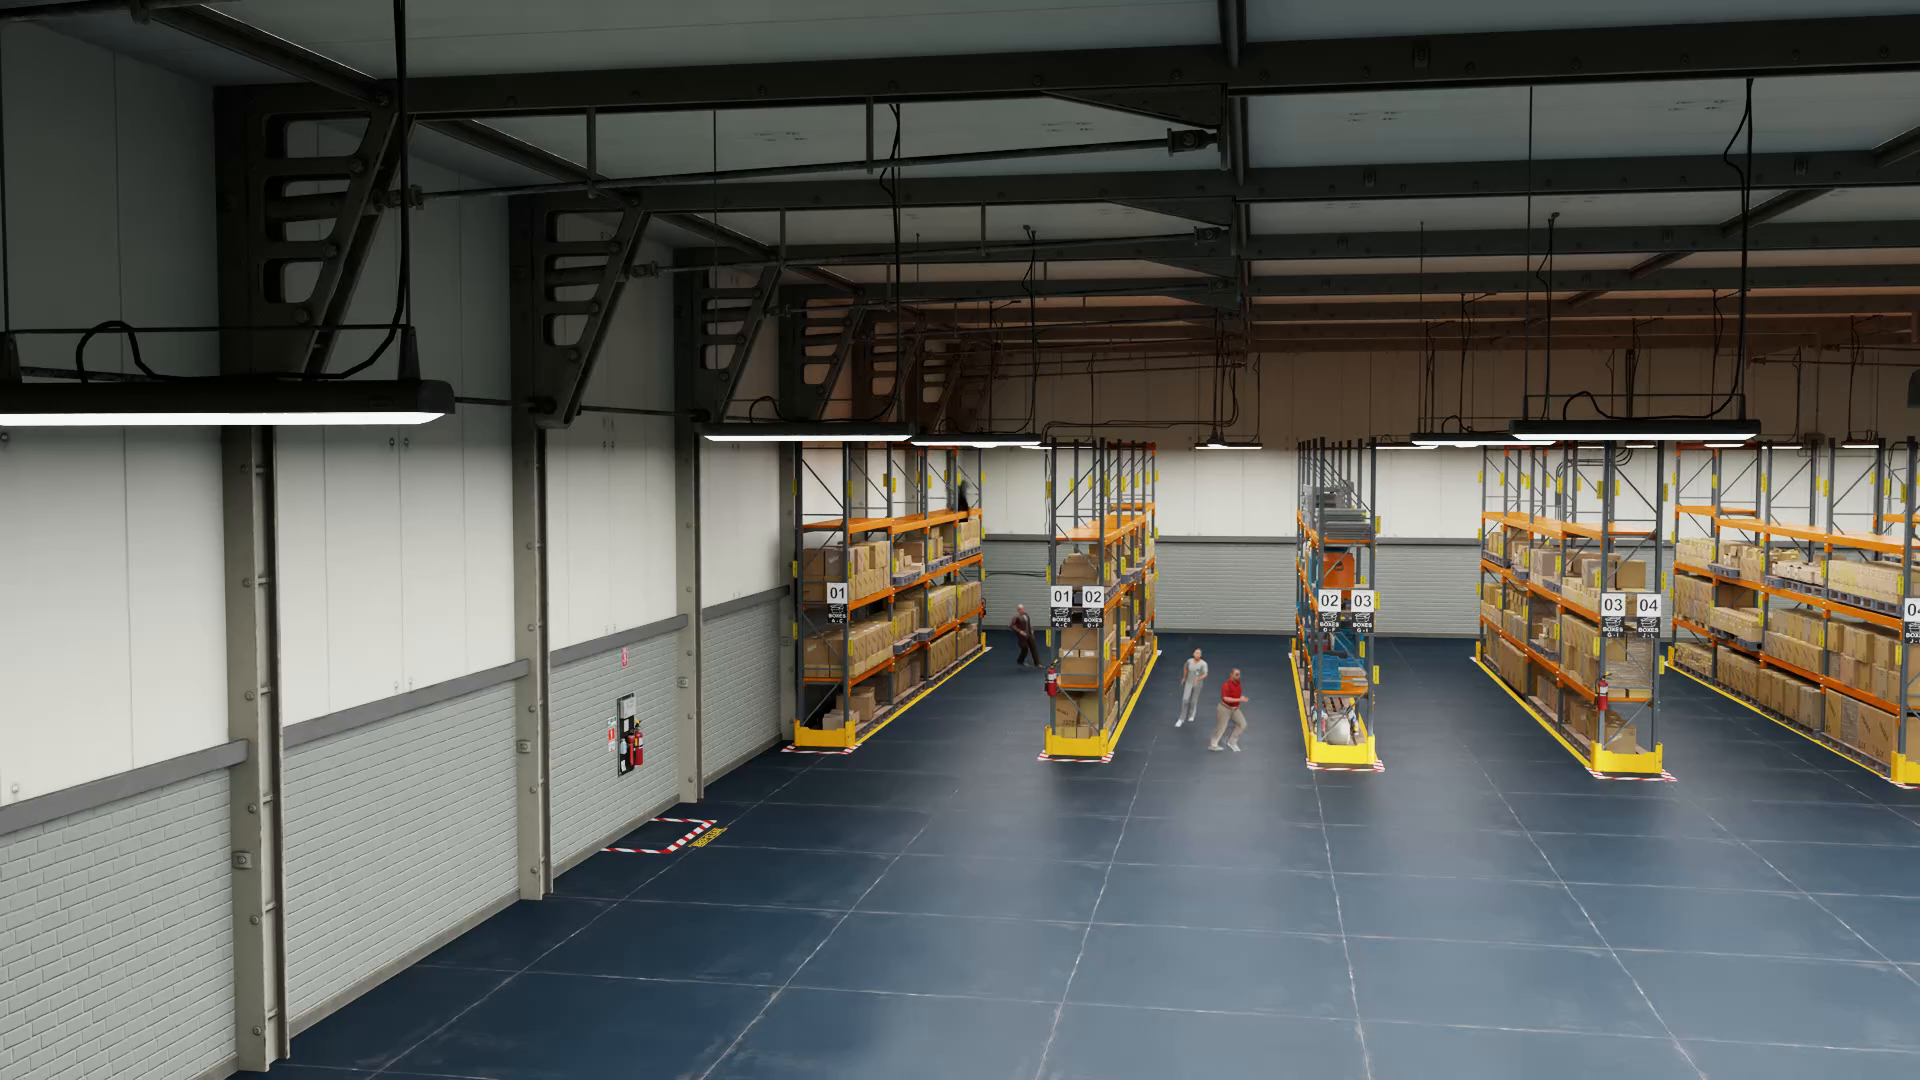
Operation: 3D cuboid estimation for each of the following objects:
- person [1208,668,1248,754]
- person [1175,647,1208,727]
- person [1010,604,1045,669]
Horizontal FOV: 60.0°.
[{"bbox_3d":[5.121,3.237,31.476,0.671,1.670,0.976,-2,4,-38],"label":"person"},{"bbox_3d":[4.861,3.049,34.704,0.637,1.638,0.802,1,3,15],"label":"person"},{"bbox_3d":[1.659,2.533,43.567,0.781,1.704,0.984,-2,4,-33],"label":"person"}]
